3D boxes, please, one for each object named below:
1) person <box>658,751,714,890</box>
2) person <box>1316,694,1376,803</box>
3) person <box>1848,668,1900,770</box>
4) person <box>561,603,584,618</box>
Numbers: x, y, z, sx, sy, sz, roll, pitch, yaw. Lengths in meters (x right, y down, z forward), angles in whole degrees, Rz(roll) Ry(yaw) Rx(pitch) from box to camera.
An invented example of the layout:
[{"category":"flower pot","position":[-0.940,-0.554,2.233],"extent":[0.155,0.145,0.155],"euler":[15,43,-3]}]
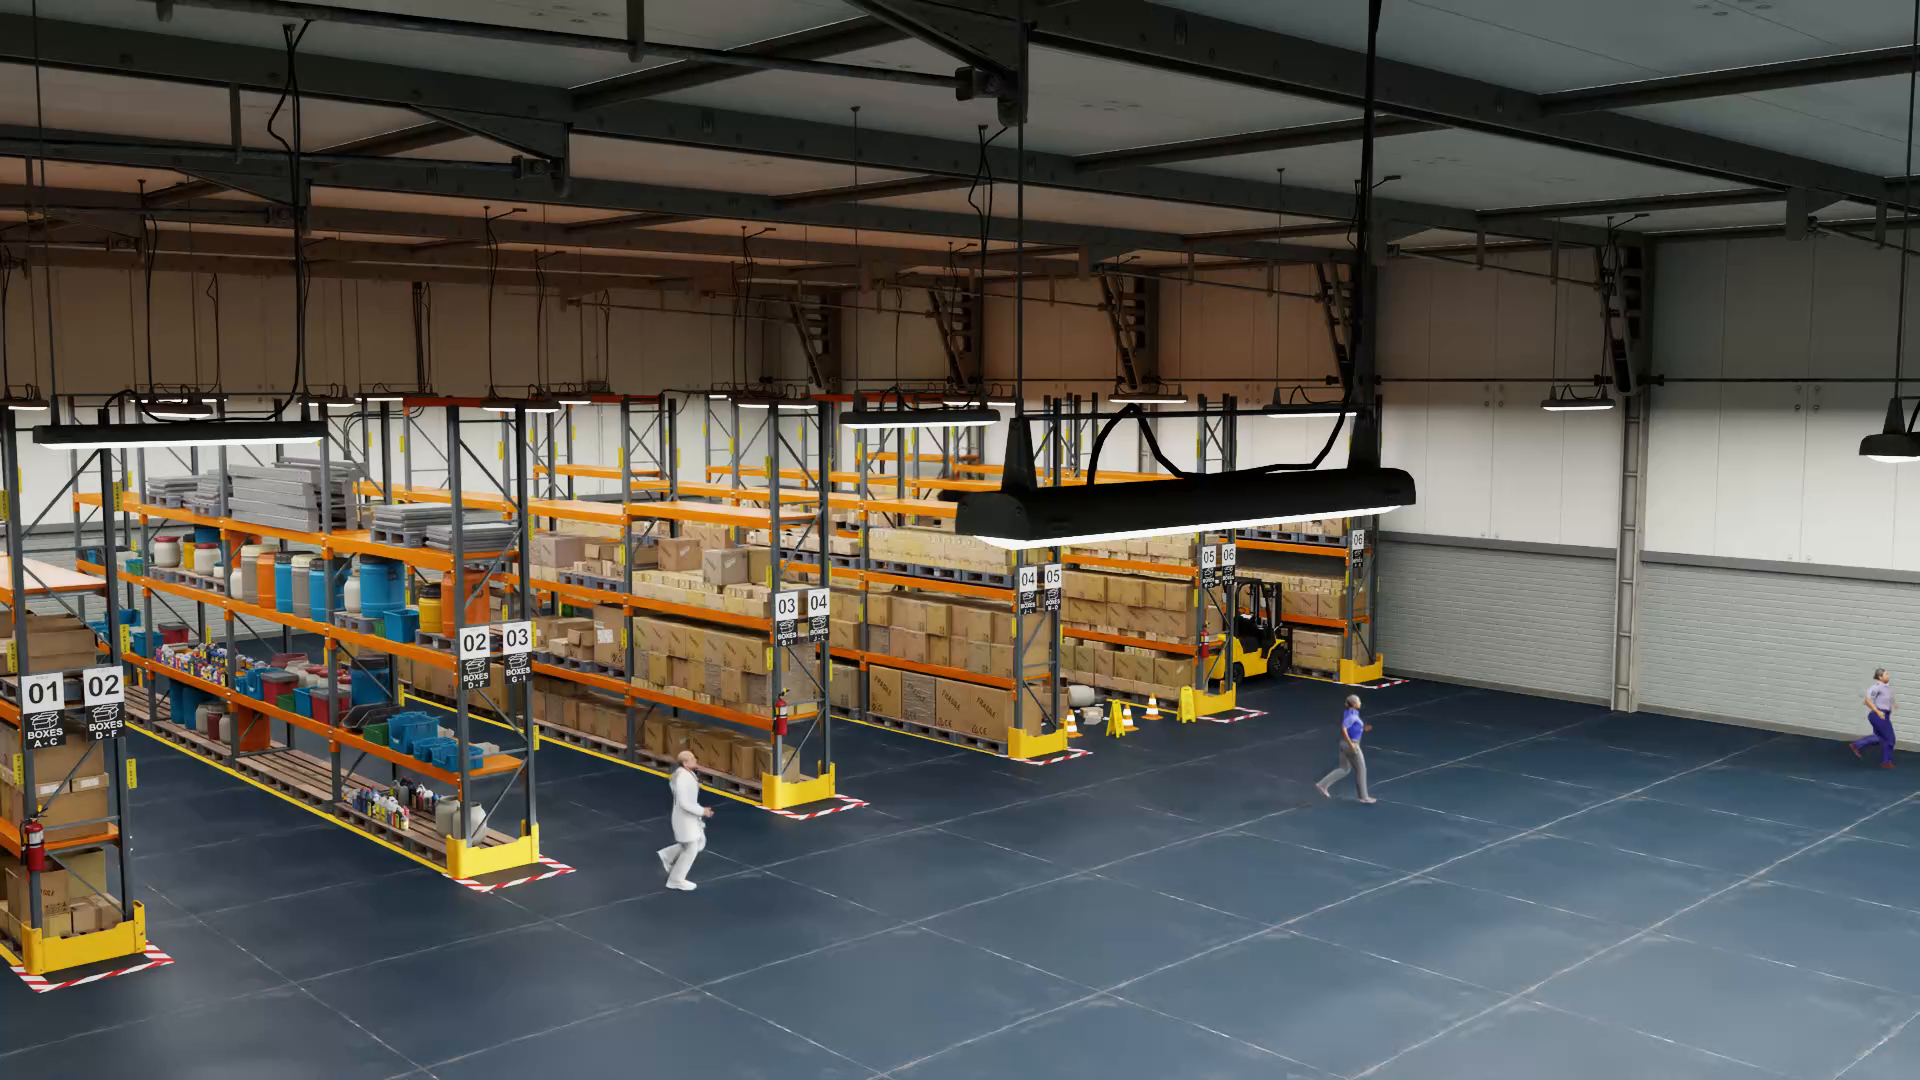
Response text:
[{"category":"person","position":[-3.415,3.473,20.709],"extent":[0.708,1.743,0.738],"euler":[-1,6,-7]},{"category":"person","position":[5.768,3.110,24.719],"extent":[0.911,1.624,0.576],"euler":[-1,6,-5]},{"category":"person","position":[14.990,2.905,27.204],"extent":[0.776,1.648,0.601],"euler":[4,7,34]},{"category":"person","position":[-9.675,1.456,41.495],"extent":[0.692,1.764,0.651],"euler":[-4,7,-37]}]
